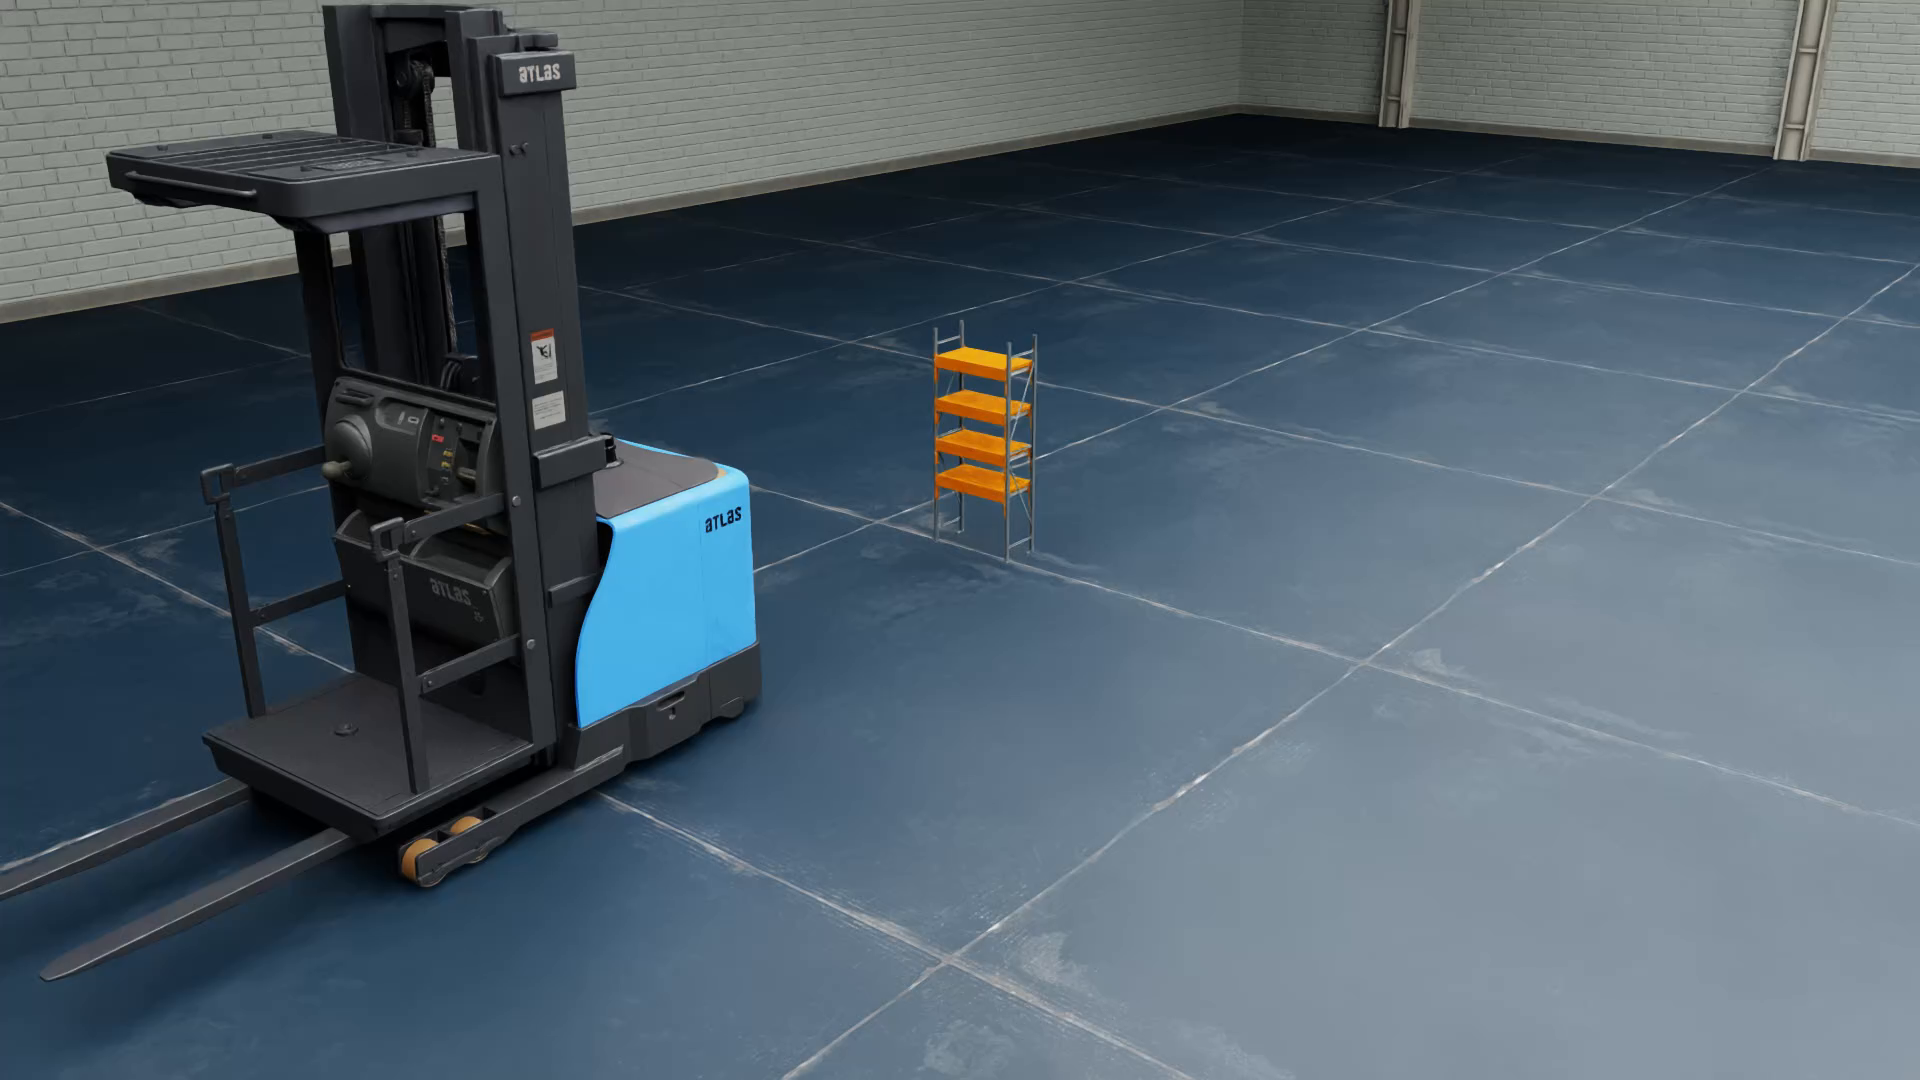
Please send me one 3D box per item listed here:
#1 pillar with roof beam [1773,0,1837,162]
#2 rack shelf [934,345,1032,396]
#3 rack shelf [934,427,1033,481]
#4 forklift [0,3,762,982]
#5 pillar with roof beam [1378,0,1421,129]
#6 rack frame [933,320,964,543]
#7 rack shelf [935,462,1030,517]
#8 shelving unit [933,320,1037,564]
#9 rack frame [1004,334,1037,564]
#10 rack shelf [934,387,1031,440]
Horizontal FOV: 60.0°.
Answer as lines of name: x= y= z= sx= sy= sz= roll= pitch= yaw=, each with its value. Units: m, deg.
pillar with roof beam: x=8.939 y=-8.379 z=18.634 sx=0.400 sy=9.000 sz=9.100 roll=16 pitch=26 yaw=36
rack shelf: x=0.128 y=-0.892 z=8.720 sx=0.480 sy=0.148 sz=0.258 roll=16 pitch=26 yaw=36
rack shelf: x=0.128 y=-0.462 z=8.882 sx=0.480 sy=0.148 sz=0.258 roll=16 pitch=26 yaw=36
forklift: x=-2.132 y=-0.335 z=5.902 sx=1.130 sy=2.935 sz=3.031 roll=14 pitch=25 yaw=33
pillar with roof beam: x=4.291 y=-9.717 z=22.183 sx=0.400 sy=9.000 sz=9.100 roll=16 pitch=26 yaw=36
rack frame: x=-0.061 y=-0.579 z=9.003 sx=0.015 sy=1.200 sz=0.240 roll=16 pitch=26 yaw=36
rack shelf: x=0.128 y=-0.276 z=8.952 sx=0.480 sy=0.148 sz=0.258 roll=16 pitch=26 yaw=36
shelving unit: x=0.128 y=-0.524 z=8.859 sx=0.503 sy=1.200 sz=0.258 roll=16 pitch=26 yaw=36
rack frame: x=0.317 y=-0.470 z=8.714 sx=0.015 sy=1.200 sz=0.240 roll=16 pitch=26 yaw=36
rack shelf: x=0.128 y=-0.671 z=8.803 sx=0.480 sy=0.148 sz=0.258 roll=16 pitch=26 yaw=36
